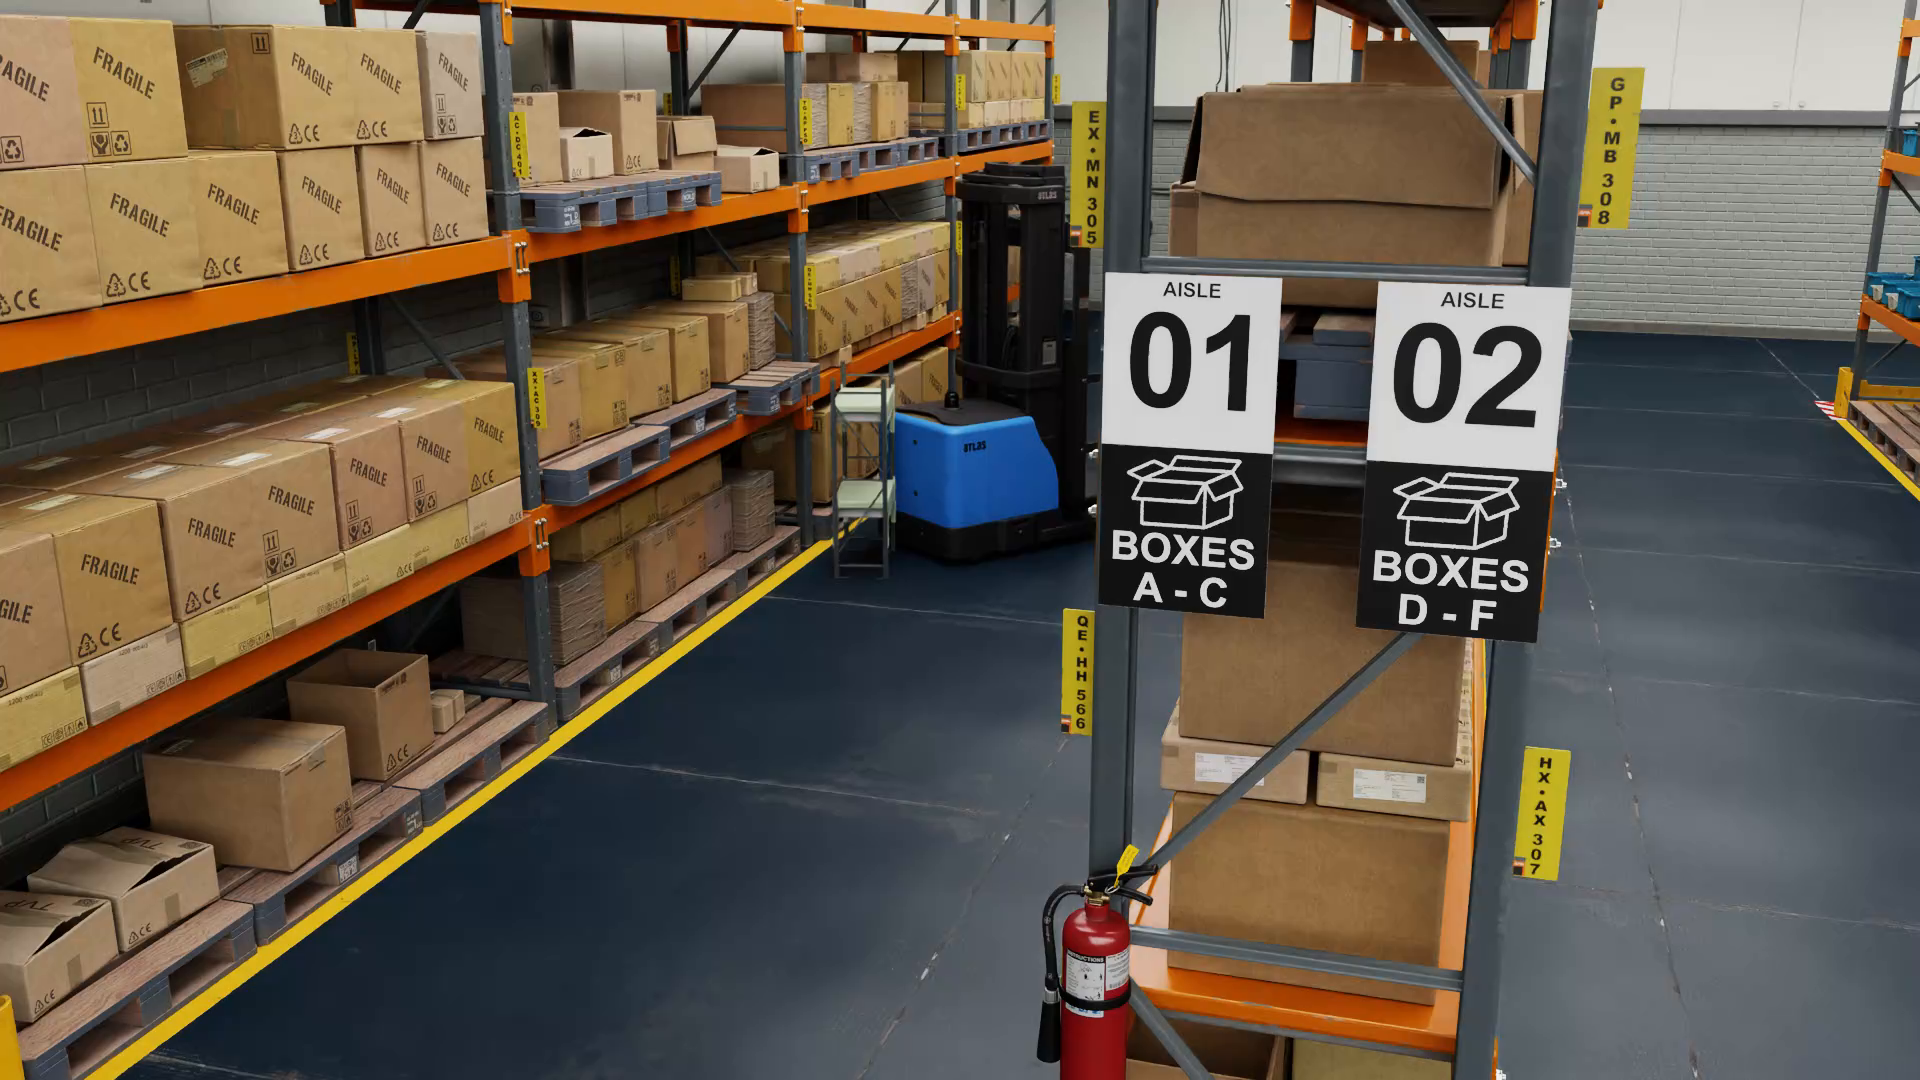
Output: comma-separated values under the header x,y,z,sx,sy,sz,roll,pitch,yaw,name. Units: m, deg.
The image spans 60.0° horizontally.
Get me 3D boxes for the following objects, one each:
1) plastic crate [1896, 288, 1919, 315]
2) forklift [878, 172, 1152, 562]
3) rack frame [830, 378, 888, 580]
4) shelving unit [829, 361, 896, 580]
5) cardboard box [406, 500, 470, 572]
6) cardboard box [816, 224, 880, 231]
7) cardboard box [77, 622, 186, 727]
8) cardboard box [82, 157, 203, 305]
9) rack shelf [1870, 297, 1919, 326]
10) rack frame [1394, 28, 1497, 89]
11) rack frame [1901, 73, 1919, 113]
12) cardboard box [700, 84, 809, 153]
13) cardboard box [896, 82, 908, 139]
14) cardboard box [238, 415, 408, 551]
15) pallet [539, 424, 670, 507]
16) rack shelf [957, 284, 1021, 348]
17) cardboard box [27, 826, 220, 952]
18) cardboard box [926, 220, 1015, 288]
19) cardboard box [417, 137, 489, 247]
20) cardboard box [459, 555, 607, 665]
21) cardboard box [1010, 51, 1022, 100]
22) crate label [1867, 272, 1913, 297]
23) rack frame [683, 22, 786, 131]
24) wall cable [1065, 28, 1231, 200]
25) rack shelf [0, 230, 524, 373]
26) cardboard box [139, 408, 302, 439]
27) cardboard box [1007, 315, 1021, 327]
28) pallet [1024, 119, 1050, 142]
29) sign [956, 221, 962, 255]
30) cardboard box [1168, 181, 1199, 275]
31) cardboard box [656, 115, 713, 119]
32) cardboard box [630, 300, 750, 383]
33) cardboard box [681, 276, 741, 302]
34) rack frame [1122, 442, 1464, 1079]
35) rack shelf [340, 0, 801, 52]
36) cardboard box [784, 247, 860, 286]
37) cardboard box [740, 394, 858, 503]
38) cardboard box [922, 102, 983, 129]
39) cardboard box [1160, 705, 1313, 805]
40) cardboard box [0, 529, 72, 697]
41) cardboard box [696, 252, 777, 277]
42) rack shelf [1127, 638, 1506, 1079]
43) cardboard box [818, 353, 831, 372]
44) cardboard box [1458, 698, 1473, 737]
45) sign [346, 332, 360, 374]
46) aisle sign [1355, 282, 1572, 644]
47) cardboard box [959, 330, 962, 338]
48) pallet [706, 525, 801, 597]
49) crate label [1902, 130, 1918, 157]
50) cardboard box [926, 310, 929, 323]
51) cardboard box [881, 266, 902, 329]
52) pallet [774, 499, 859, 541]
x,y,z,sx,sy,sz,roll,pitch,yaw,name
9.353,-2.320,16.208,0.416,0.233,0.300,5,16,16,plastic crate
0.824,-1.516,13.420,3.031,2.867,1.129,-12,20,-36,forklift
-0.730,-0.433,12.106,0.400,1.500,0.023,1,16,2,rack frame
-0.717,-0.532,12.458,0.431,1.500,0.755,1,16,2,shelving unit
-2.789,-0.044,8.226,0.500,0.250,0.500,5,17,16,cardboard box
-1.045,-2.801,15.567,0.500,0.250,0.500,5,17,17,cardboard box
-3.355,0.485,6.359,0.500,0.250,0.500,4,16,14,cardboard box
-3.267,-1.180,6.276,0.500,0.500,0.500,5,17,18,cardboard box
9.545,-1.980,15.772,0.919,0.124,3.809,5,16,16,rack shelf
4.229,-4.980,14.395,1.000,3.000,0.127,5,16,16,rack frame
10.117,-5.641,16.726,0.949,2.616,0.053,5,16,16,rack frame
-1.578,-3.262,12.846,0.700,0.500,0.500,3,16,12,cardboard box
-0.877,-3.958,15.300,0.700,0.500,0.500,4,16,13,cardboard box
-2.923,-0.272,7.656,0.500,0.500,0.500,4,16,14,cardboard box
-2.439,-0.480,9.876,1.003,0.211,1.213,5,16,16,pallet
0.047,-2.654,18.507,1.077,0.370,4.000,5,16,16,rack shelf
-3.487,1.422,6.942,0.500,0.311,0.500,6,17,20,cardboard box
0.058,-3.143,18.365,0.980,0.700,0.700,4,16,13,cardboard box
-2.703,-1.733,8.224,0.500,0.500,0.500,5,17,17,cardboard box
-2.602,0.413,10.150,0.700,0.500,0.500,5,17,18,cardboard box
0.376,-5.025,18.000,0.500,0.500,0.500,4,16,13,cardboard box
9.728,-2.664,17.422,0.416,0.233,0.303,5,16,16,crate label
-1.655,-4.316,12.055,0.949,2.616,0.053,5,16,16,rack frame
2.565,-6.367,24.978,3.097,2.526,0.112,5,16,16,wall cable
-3.364,-0.957,7.029,1.077,0.370,4.000,5,16,16,rack shelf
-3.427,-0.310,7.790,0.500,0.500,0.500,5,17,17,cardboard box
0.578,-2.529,19.372,0.380,0.149,0.250,5,17,17,cardboard box
0.414,-4.729,19.169,1.003,0.211,1.213,5,16,16,pallet
0.001,-2.956,16.278,0.100,0.325,0.005,5,16,16,sign
0.893,-0.916,4.814,0.500,0.250,0.500,5,16,16,cardboard box
-2.084,-2.760,11.848,0.500,0.500,0.500,5,16,16,cardboard box
-1.915,-1.418,11.842,0.700,0.500,0.500,3,16,11,cardboard box
-1.805,-1.824,12.085,0.380,0.149,0.250,2,16,7,cardboard box
0.815,1.046,4.146,0.949,2.616,0.053,5,16,16,rack frame
-2.227,-3.255,10.364,1.077,0.370,4.000,5,16,16,rack shelf
-1.130,-2.231,13.560,0.500,0.250,0.500,4,16,15,cardboard box
-1.324,-0.780,13.753,0.750,0.750,0.750,4,16,15,cardboard box
-0.073,-4.258,16.670,0.500,0.250,0.500,5,16,16,cardboard box
0.744,0.571,4.447,0.380,0.149,0.250,4,16,15,cardboard box
-3.508,0.263,5.769,0.500,0.500,0.500,5,16,16,cardboard box
-1.778,-2.131,13.205,0.500,0.250,0.500,5,17,17,cardboard box
1.387,0.869,6.088,1.077,0.370,4.000,5,16,16,rack shelf
-1.263,-1.452,13.377,0.380,0.149,0.250,5,17,17,cardboard box
1.209,0.531,4.590,0.380,0.149,0.250,4,16,14,cardboard box
-3.328,-0.983,9.176,0.100,0.325,0.005,5,16,16,sign
1.093,-0.164,3.646,0.394,0.787,0.004,5,16,16,aisle sign
-0.148,-2.226,18.304,0.380,0.149,0.250,5,17,16,cardboard box
-1.882,0.116,12.535,1.003,0.211,1.213,5,16,16,pallet
9.541,-3.910,16.393,0.408,0.251,0.502,5,16,16,crate label
-0.512,-2.123,15.741,0.380,0.149,0.250,5,17,18,cardboard box
-0.835,-2.141,14.616,0.500,0.500,0.500,5,17,17,cardboard box
-1.362,-0.289,13.962,1.003,0.211,1.213,5,16,16,pallet
